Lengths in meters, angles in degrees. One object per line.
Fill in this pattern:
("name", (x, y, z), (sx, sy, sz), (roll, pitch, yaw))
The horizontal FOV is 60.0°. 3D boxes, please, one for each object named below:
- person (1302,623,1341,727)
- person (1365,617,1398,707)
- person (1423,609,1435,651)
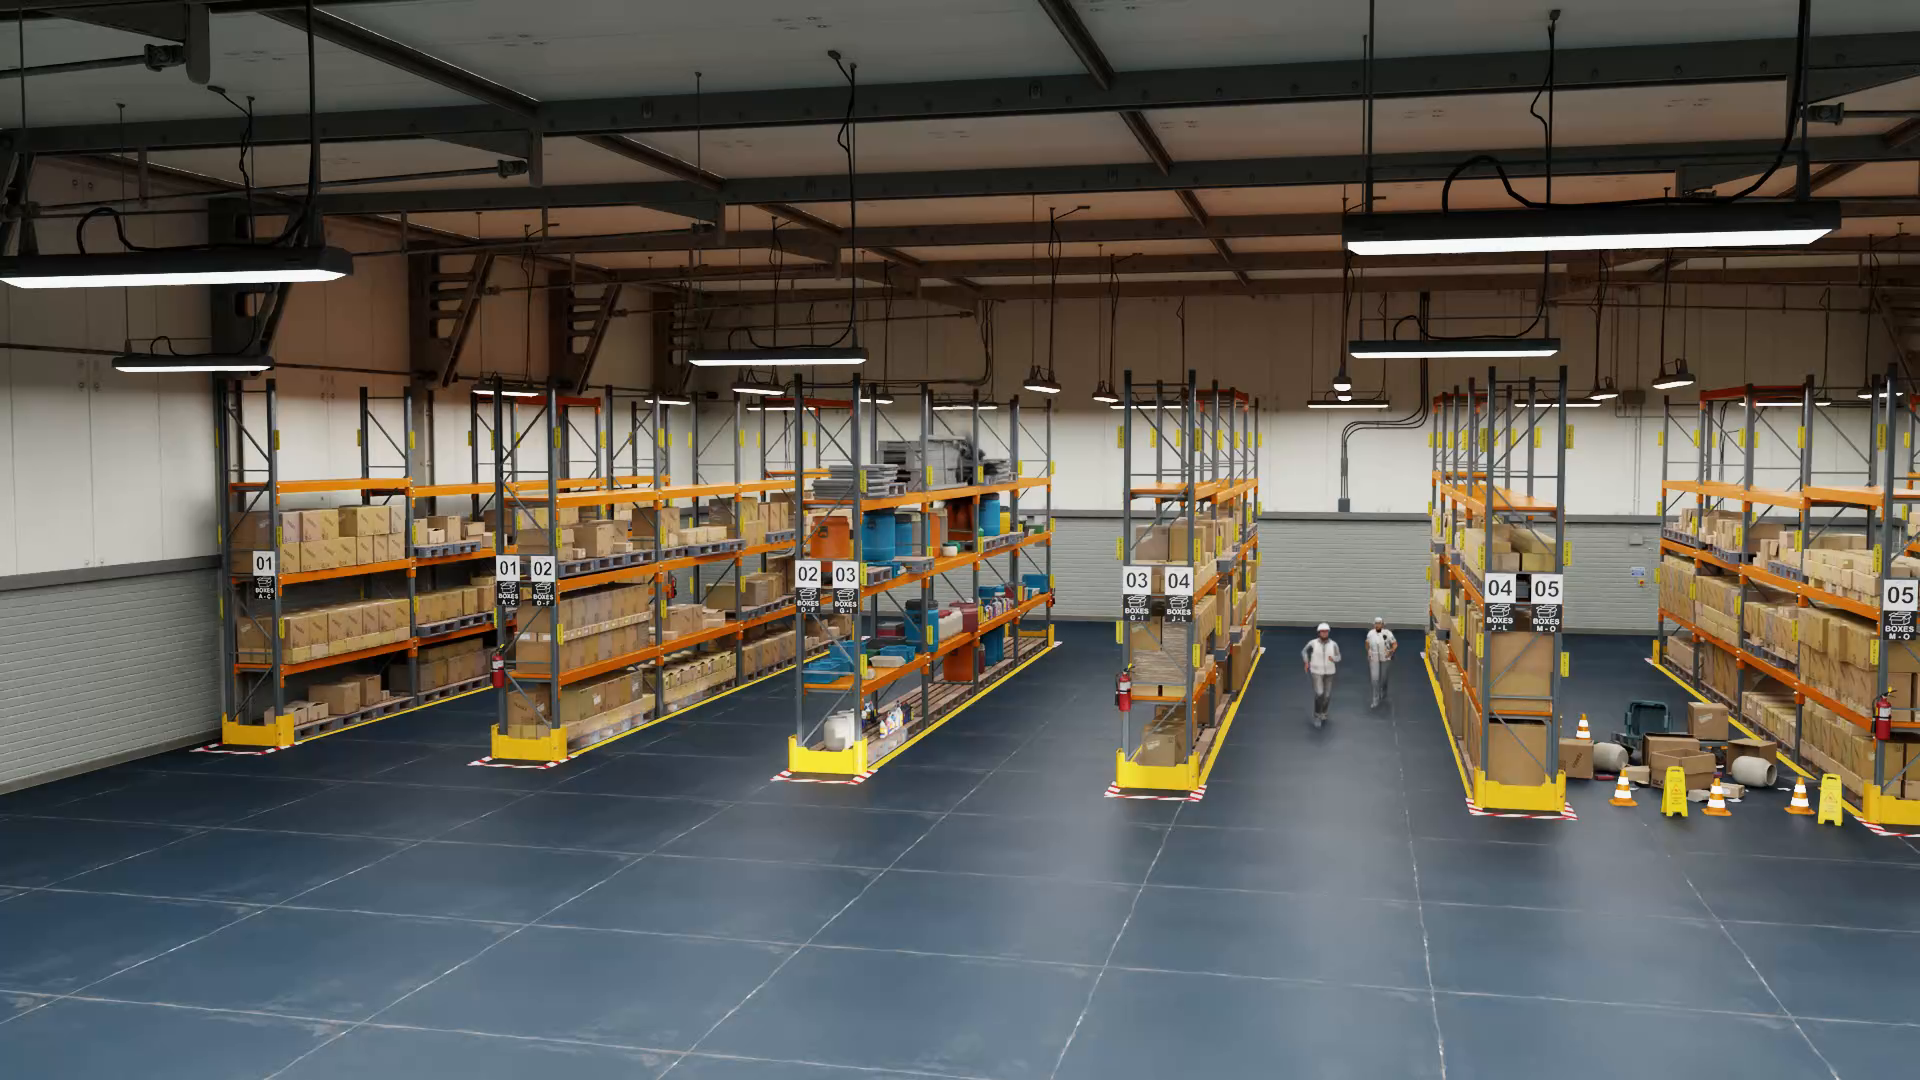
("person", (6.368, 2.371, 29.206), (0.625, 1.827, 0.748), (0, 3, -2))
("person", (7.978, 2.292, 31.511), (0.603, 1.686, 0.771), (1, 4, 20))
("person", (11.273, 1.824, 39.247), (0.606, 1.657, 0.702), (1, 3, 9))
